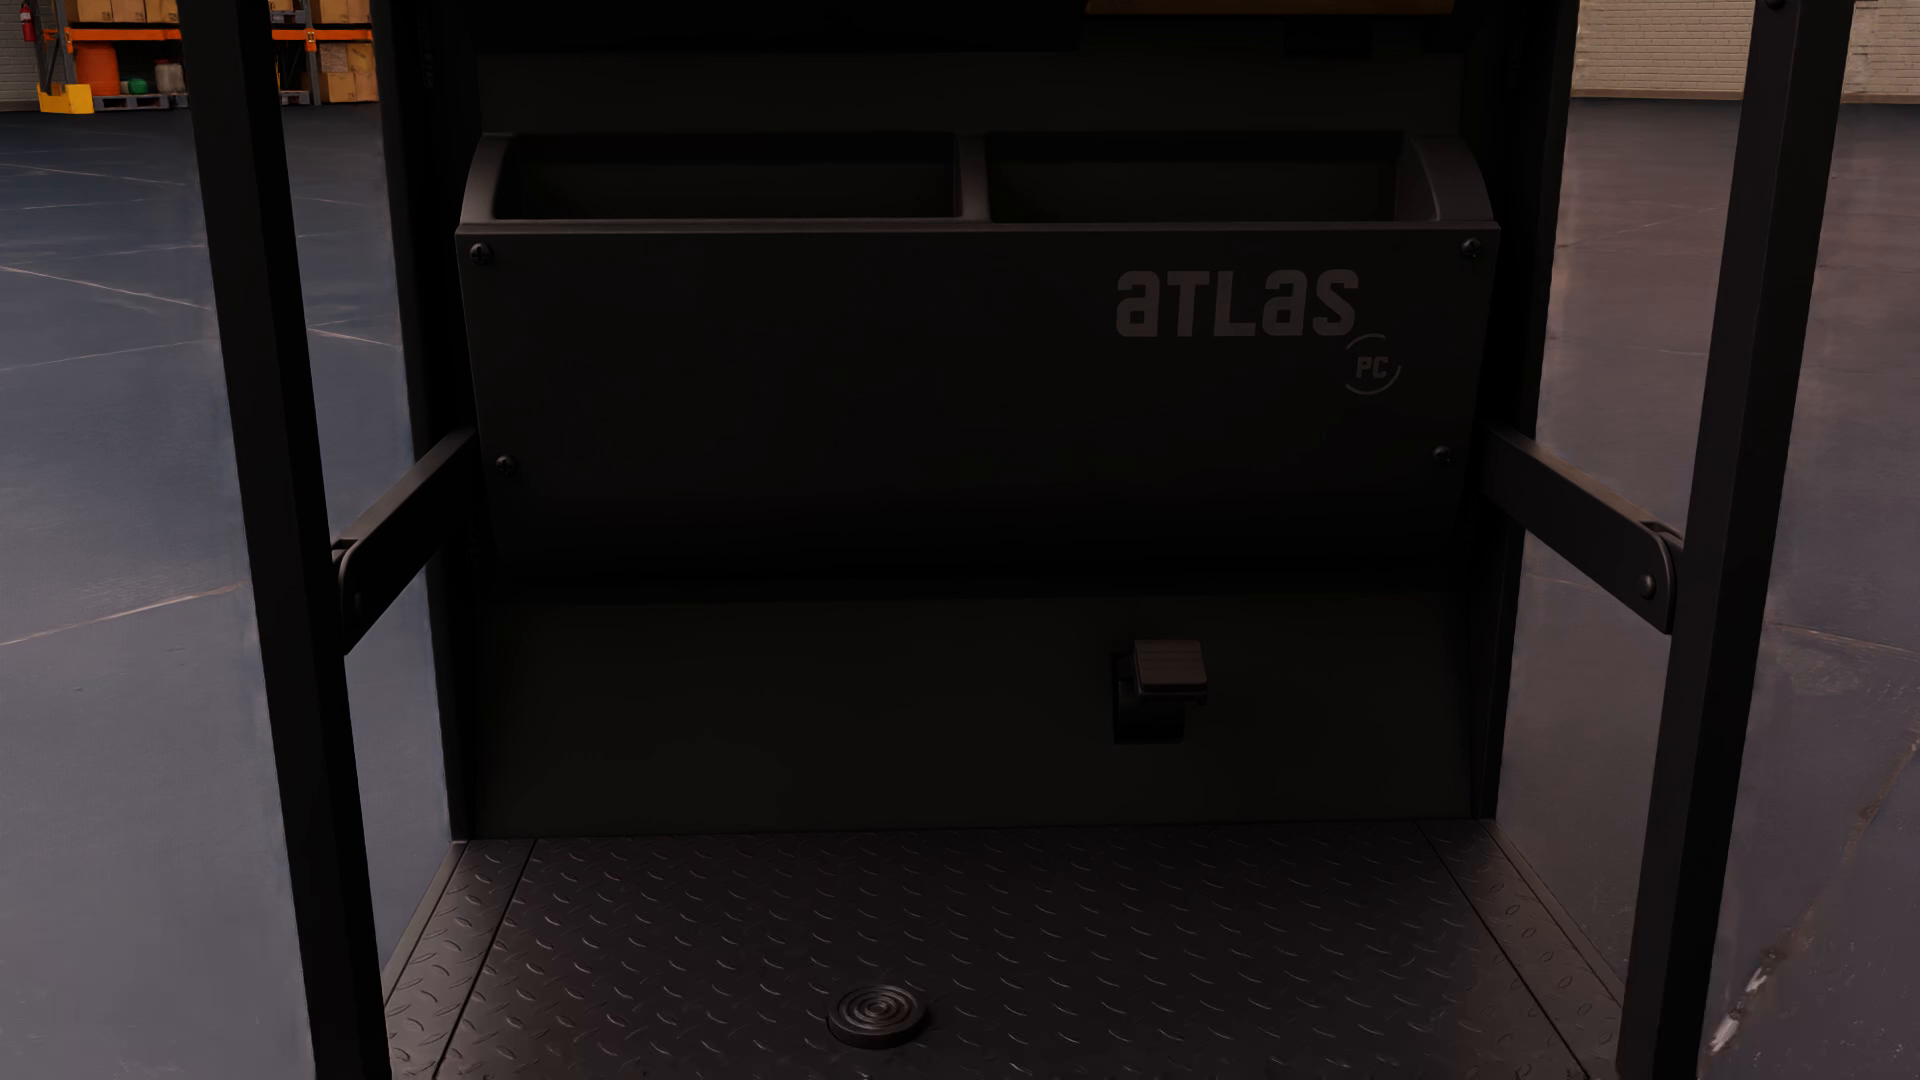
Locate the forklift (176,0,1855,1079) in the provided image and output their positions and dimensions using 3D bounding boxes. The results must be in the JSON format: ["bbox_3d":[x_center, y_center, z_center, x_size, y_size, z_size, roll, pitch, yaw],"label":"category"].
[{"bbox_3d":[0.031,-0.700,1.203,1.130,2.935,3.031,-1,17,-2],"label":"forklift"}]
